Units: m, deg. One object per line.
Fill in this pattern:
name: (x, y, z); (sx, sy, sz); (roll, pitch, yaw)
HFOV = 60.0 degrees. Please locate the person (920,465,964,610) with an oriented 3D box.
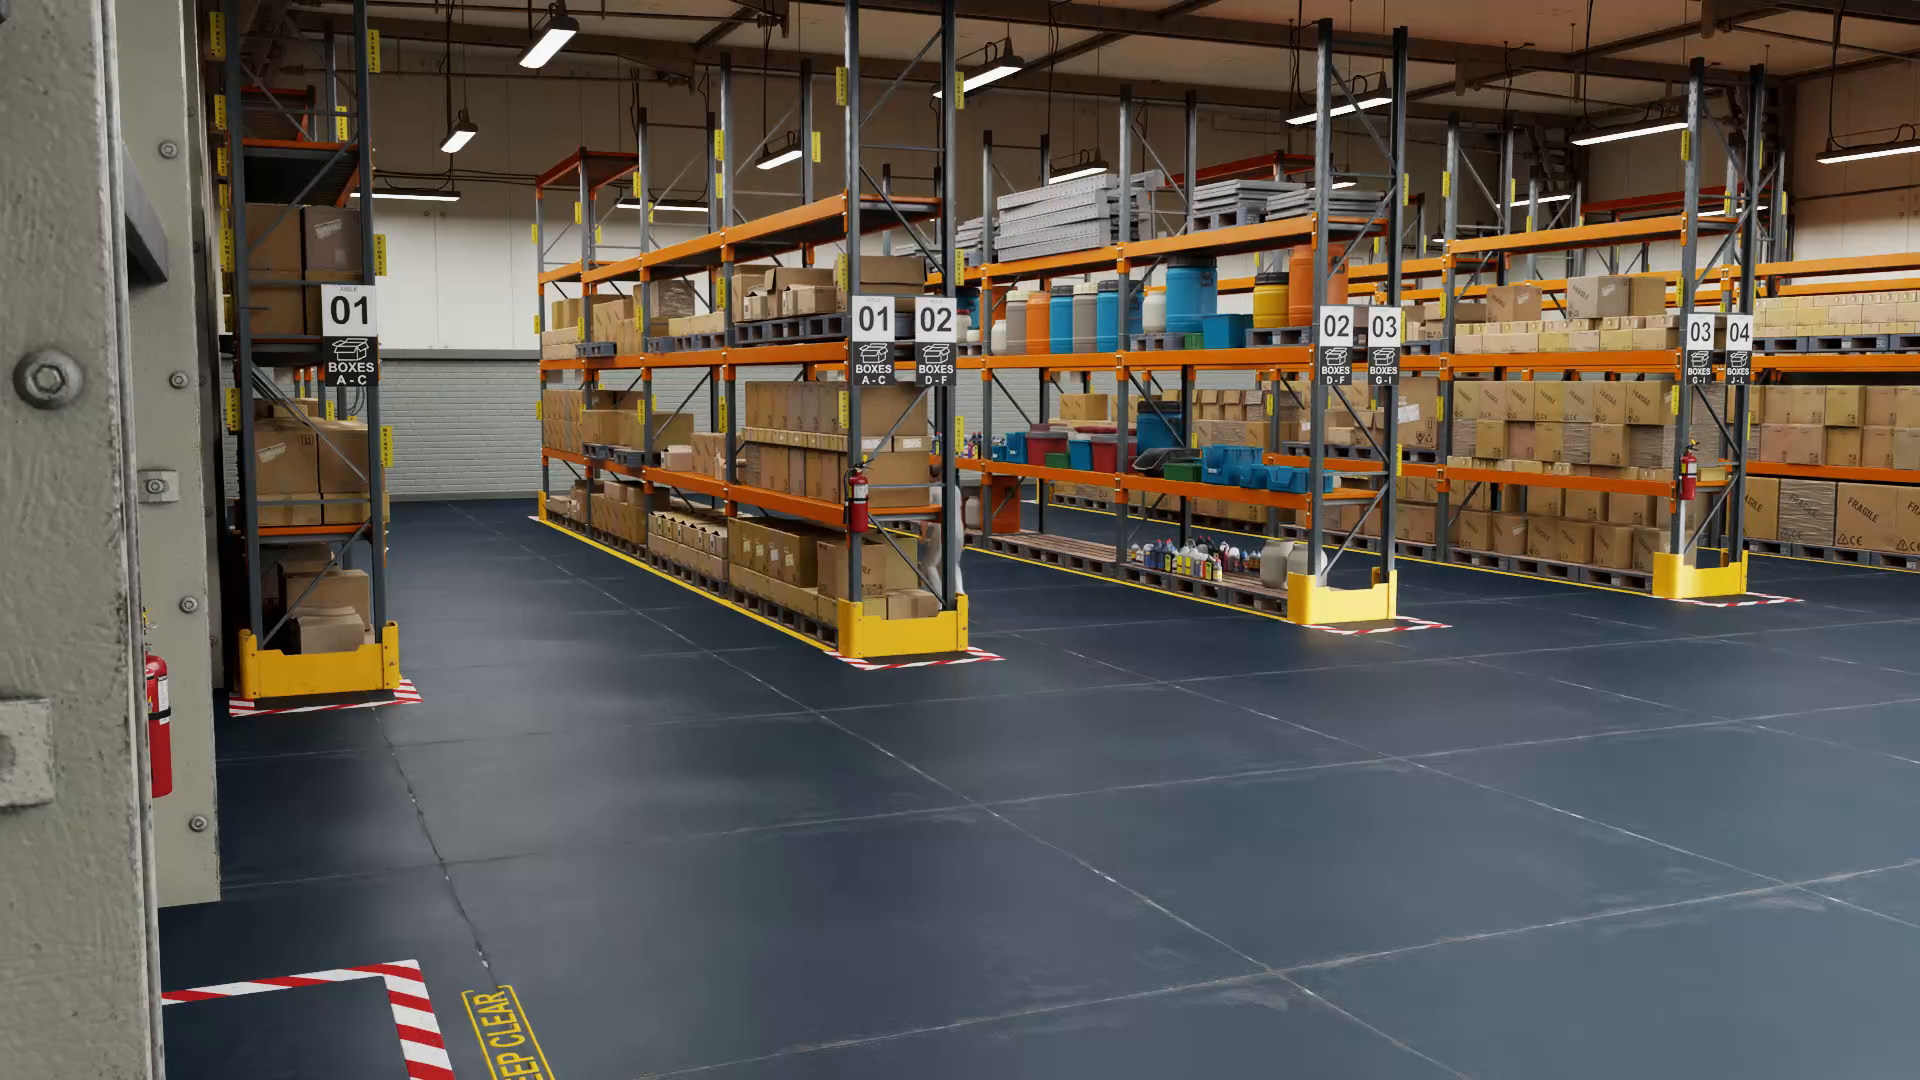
person: (-0.196, -0.029, 17.944); (0.478, 1.556, 0.489); (-2, 6, -24)
